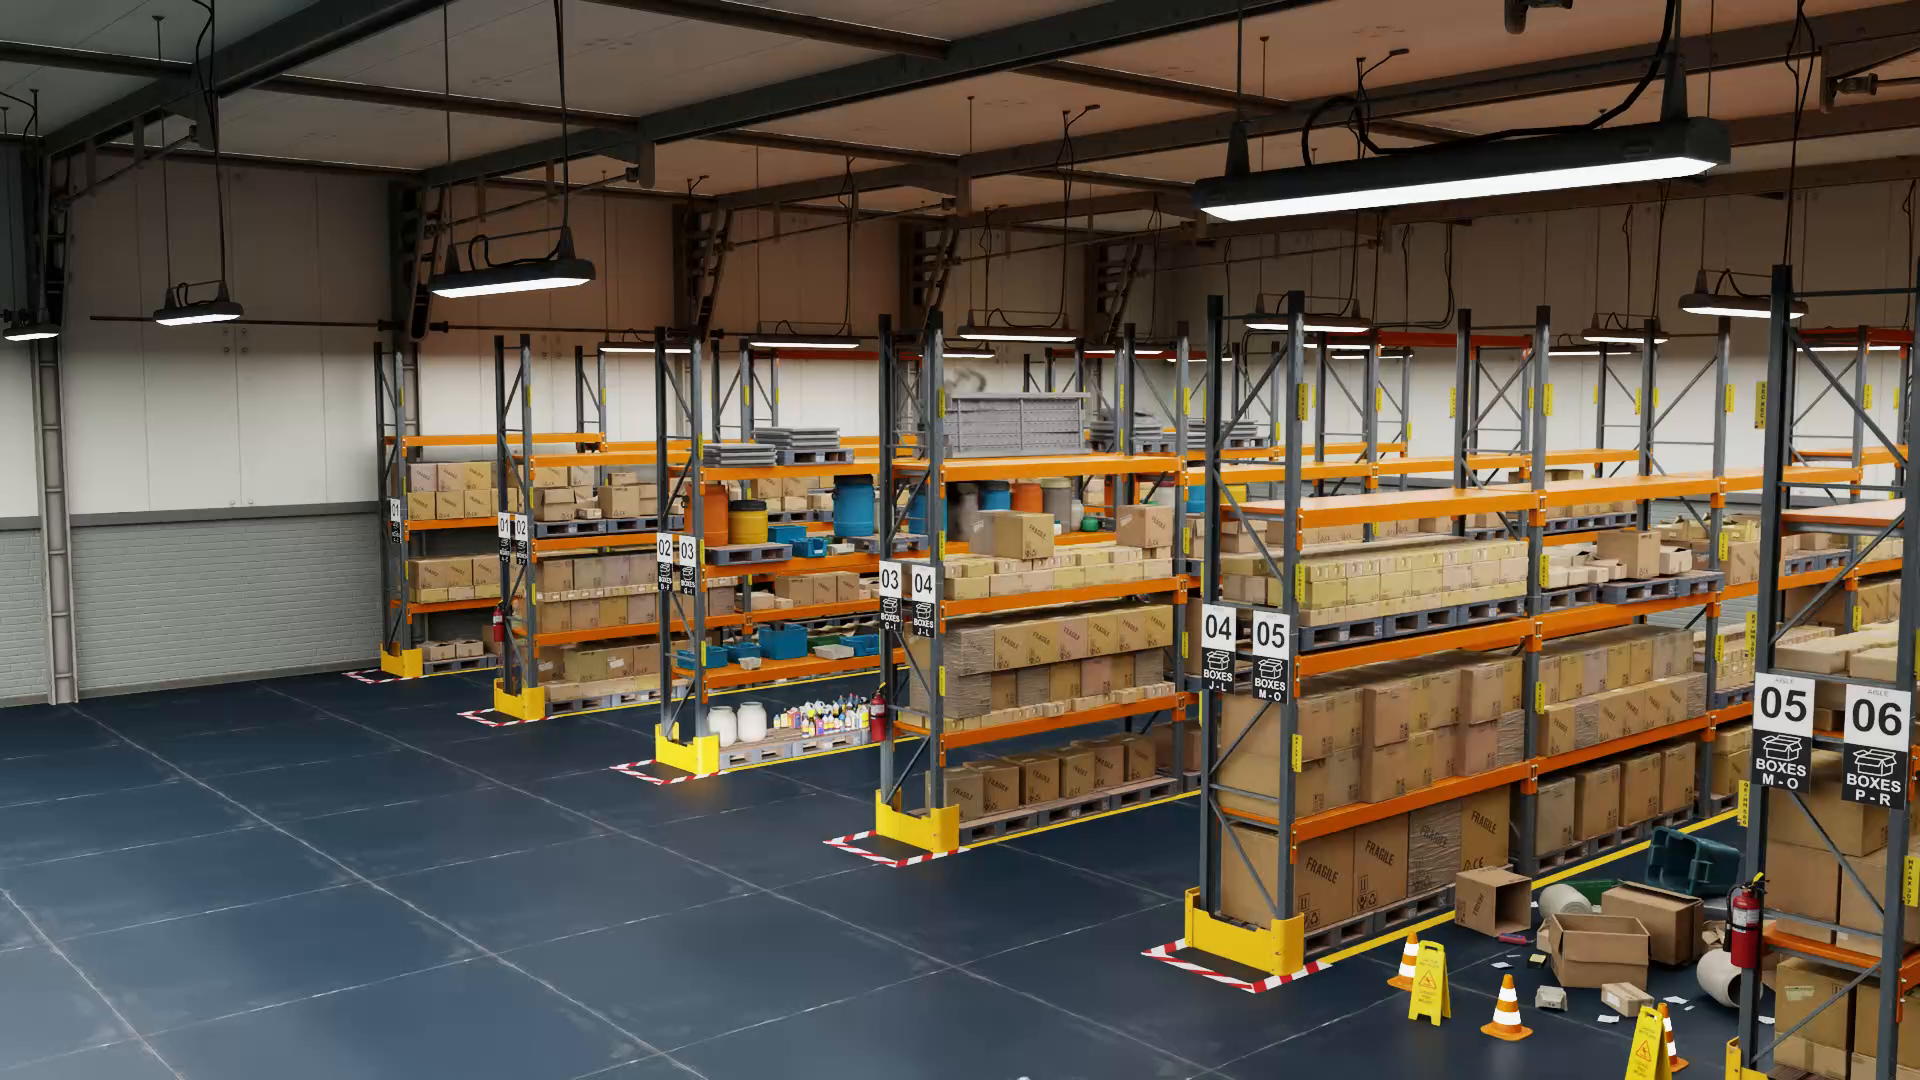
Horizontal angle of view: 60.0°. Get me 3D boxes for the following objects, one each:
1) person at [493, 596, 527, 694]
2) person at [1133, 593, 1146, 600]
[{"bbox_3d":[-7.466,1.776,28.279,0.607,1.686,0.793,4,7,37],"label":"person"},{"bbox_3d":[3.312,1.372,32.289,0.617,1.695,0.921,4,6,36],"label":"person"}]
